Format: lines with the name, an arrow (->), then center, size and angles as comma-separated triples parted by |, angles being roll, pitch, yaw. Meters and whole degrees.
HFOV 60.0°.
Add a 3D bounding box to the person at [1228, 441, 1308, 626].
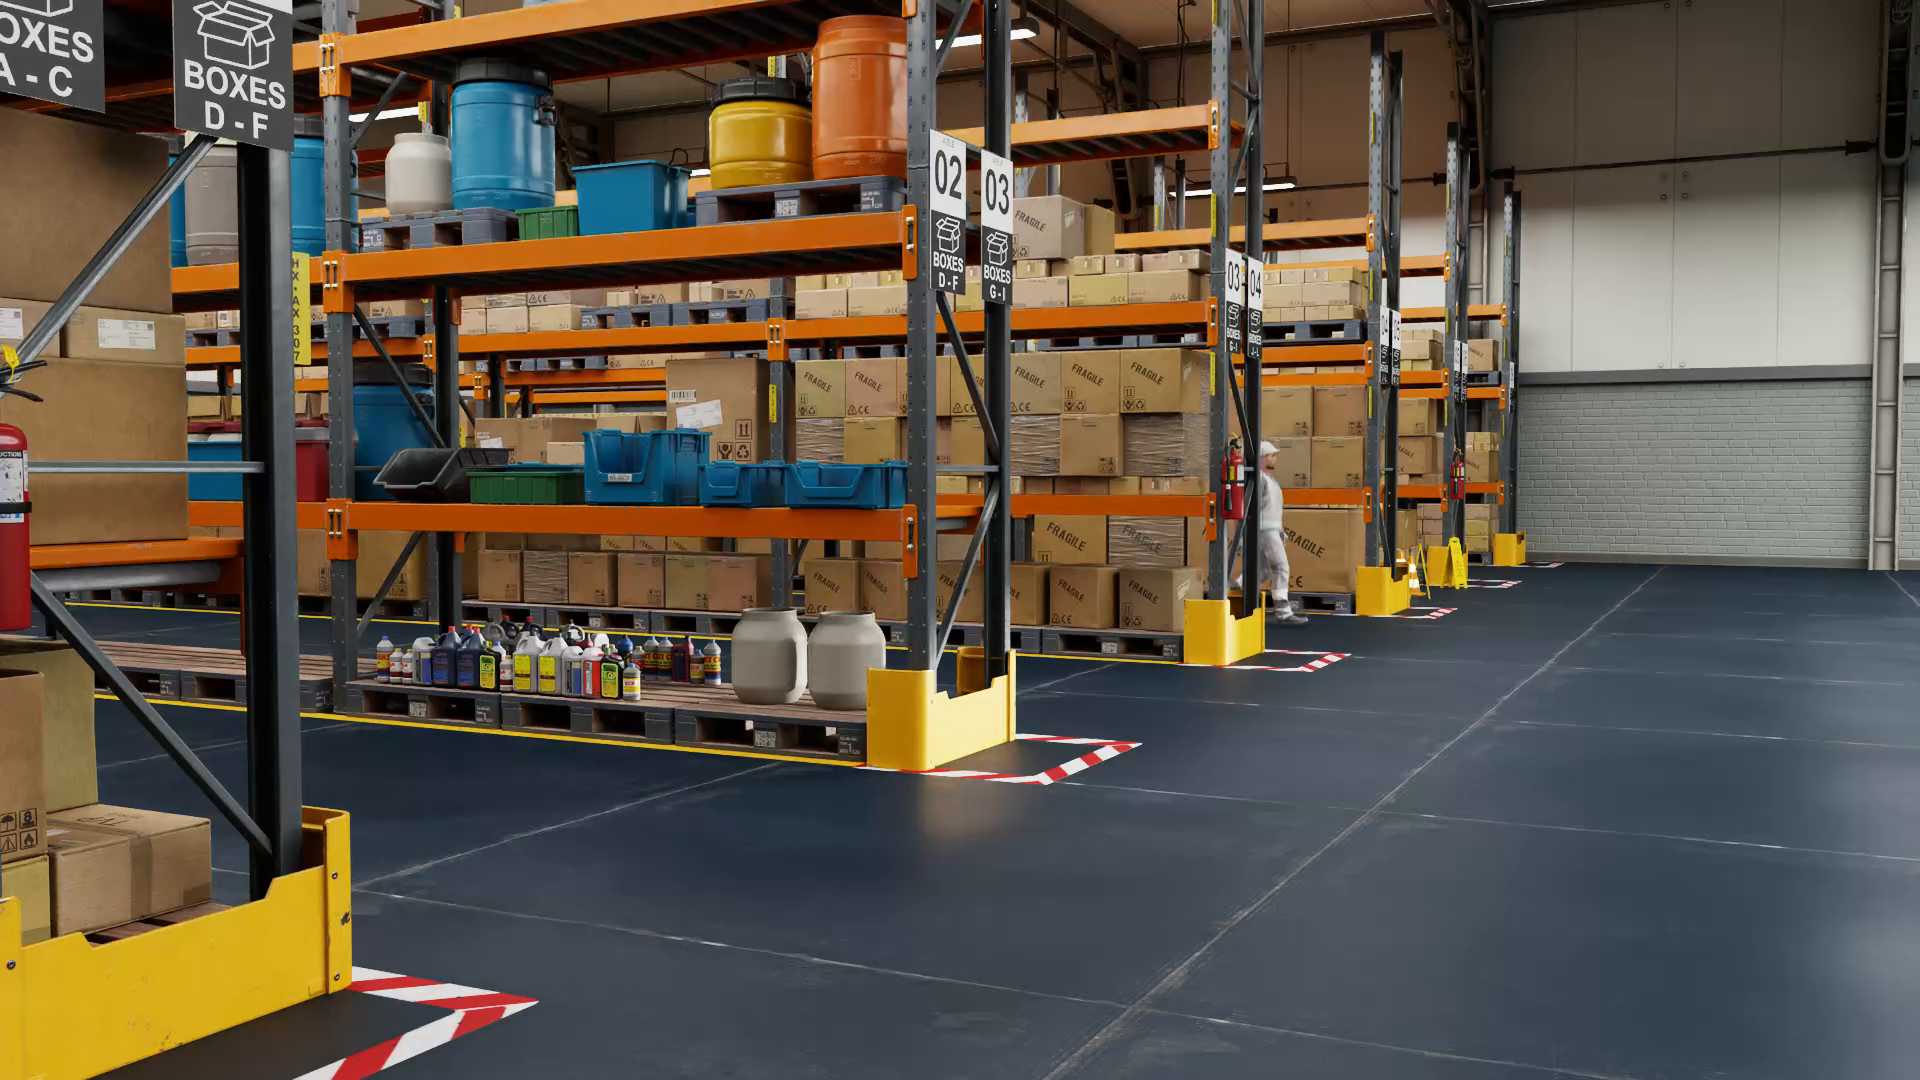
person -> 2.907, -0.068, 15.994 | 0.912, 1.767, 0.555 | 1, 3, 18
